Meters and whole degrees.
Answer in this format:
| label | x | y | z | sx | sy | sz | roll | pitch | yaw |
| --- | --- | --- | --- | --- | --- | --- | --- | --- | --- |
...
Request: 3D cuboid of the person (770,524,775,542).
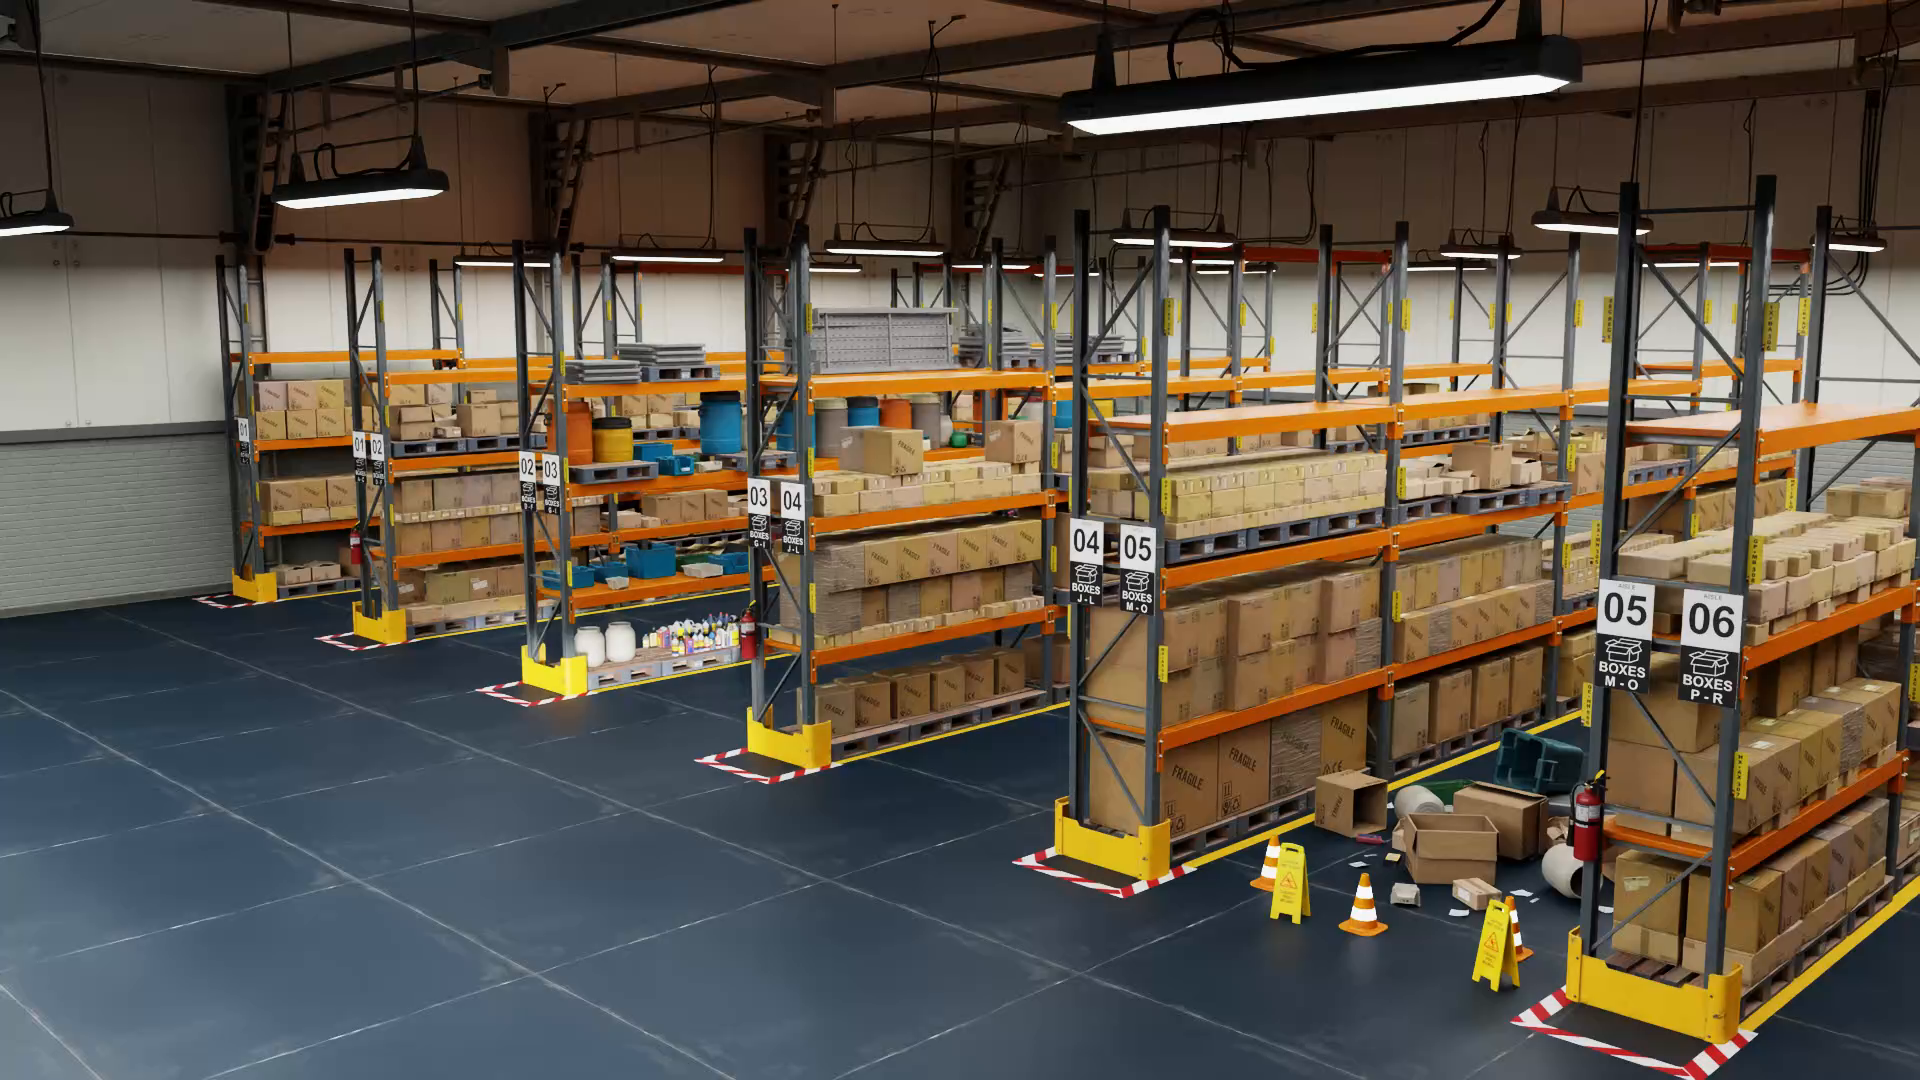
| label | x | y | z | sx | sy | sz | roll | pitch | yaw |
| --- | --- | --- | --- | --- | --- | --- | --- | --- | --- |
| person | -3.967 | -0.459 | 33.946 | 0.447 | 1.677 | 0.451 | 1 | 8 | 7 |
